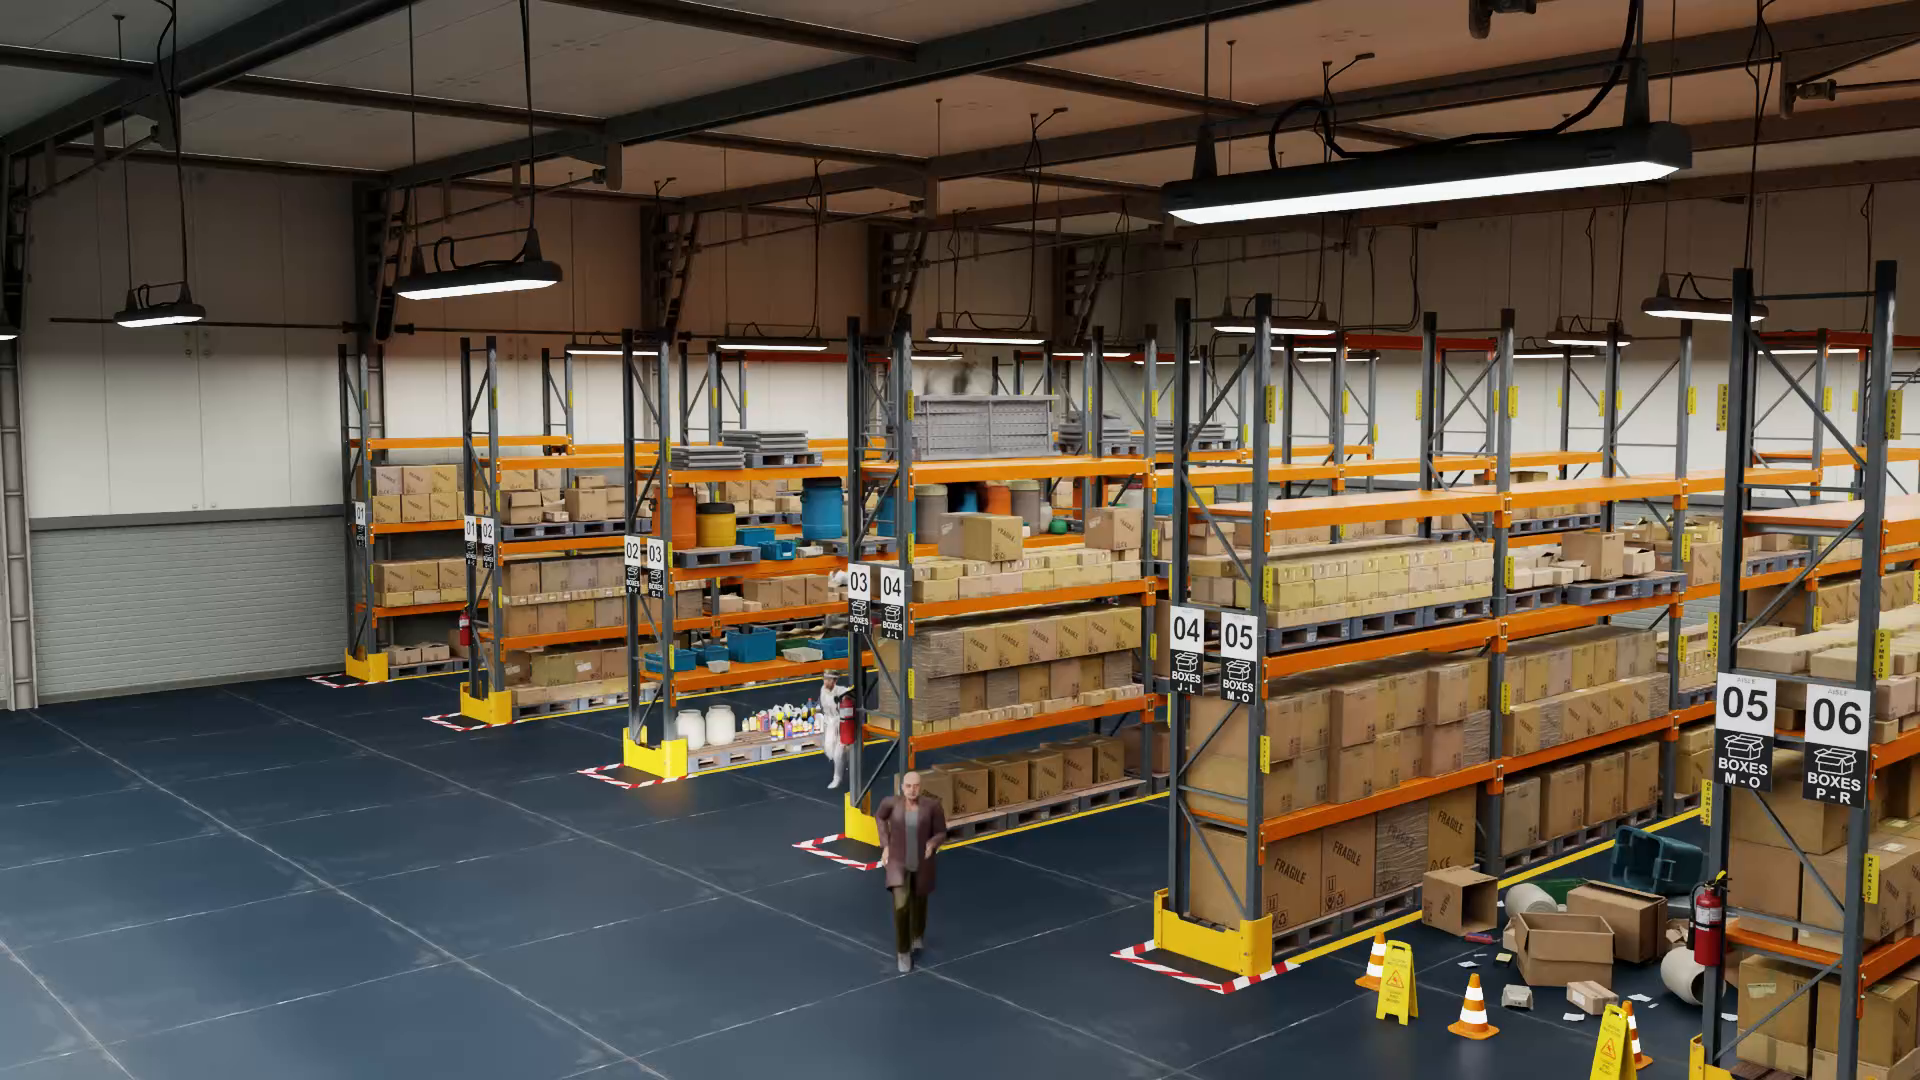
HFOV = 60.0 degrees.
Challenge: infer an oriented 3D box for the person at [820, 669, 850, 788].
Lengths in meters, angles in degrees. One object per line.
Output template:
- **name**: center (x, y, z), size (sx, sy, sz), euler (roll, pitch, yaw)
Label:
- **person**: center (-1.582, 2.438, 21.721), size (0.608, 1.619, 0.691), euler (2, 6, 26)

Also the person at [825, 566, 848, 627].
- **person**: center (-2.508, 1.256, 34.111), size (0.705, 1.738, 0.643), euler (4, 7, 38)

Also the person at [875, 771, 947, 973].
- **person**: center (-0.436, 2.971, 14.970), size (0.637, 1.831, 0.907), euler (-1, 5, -6)
